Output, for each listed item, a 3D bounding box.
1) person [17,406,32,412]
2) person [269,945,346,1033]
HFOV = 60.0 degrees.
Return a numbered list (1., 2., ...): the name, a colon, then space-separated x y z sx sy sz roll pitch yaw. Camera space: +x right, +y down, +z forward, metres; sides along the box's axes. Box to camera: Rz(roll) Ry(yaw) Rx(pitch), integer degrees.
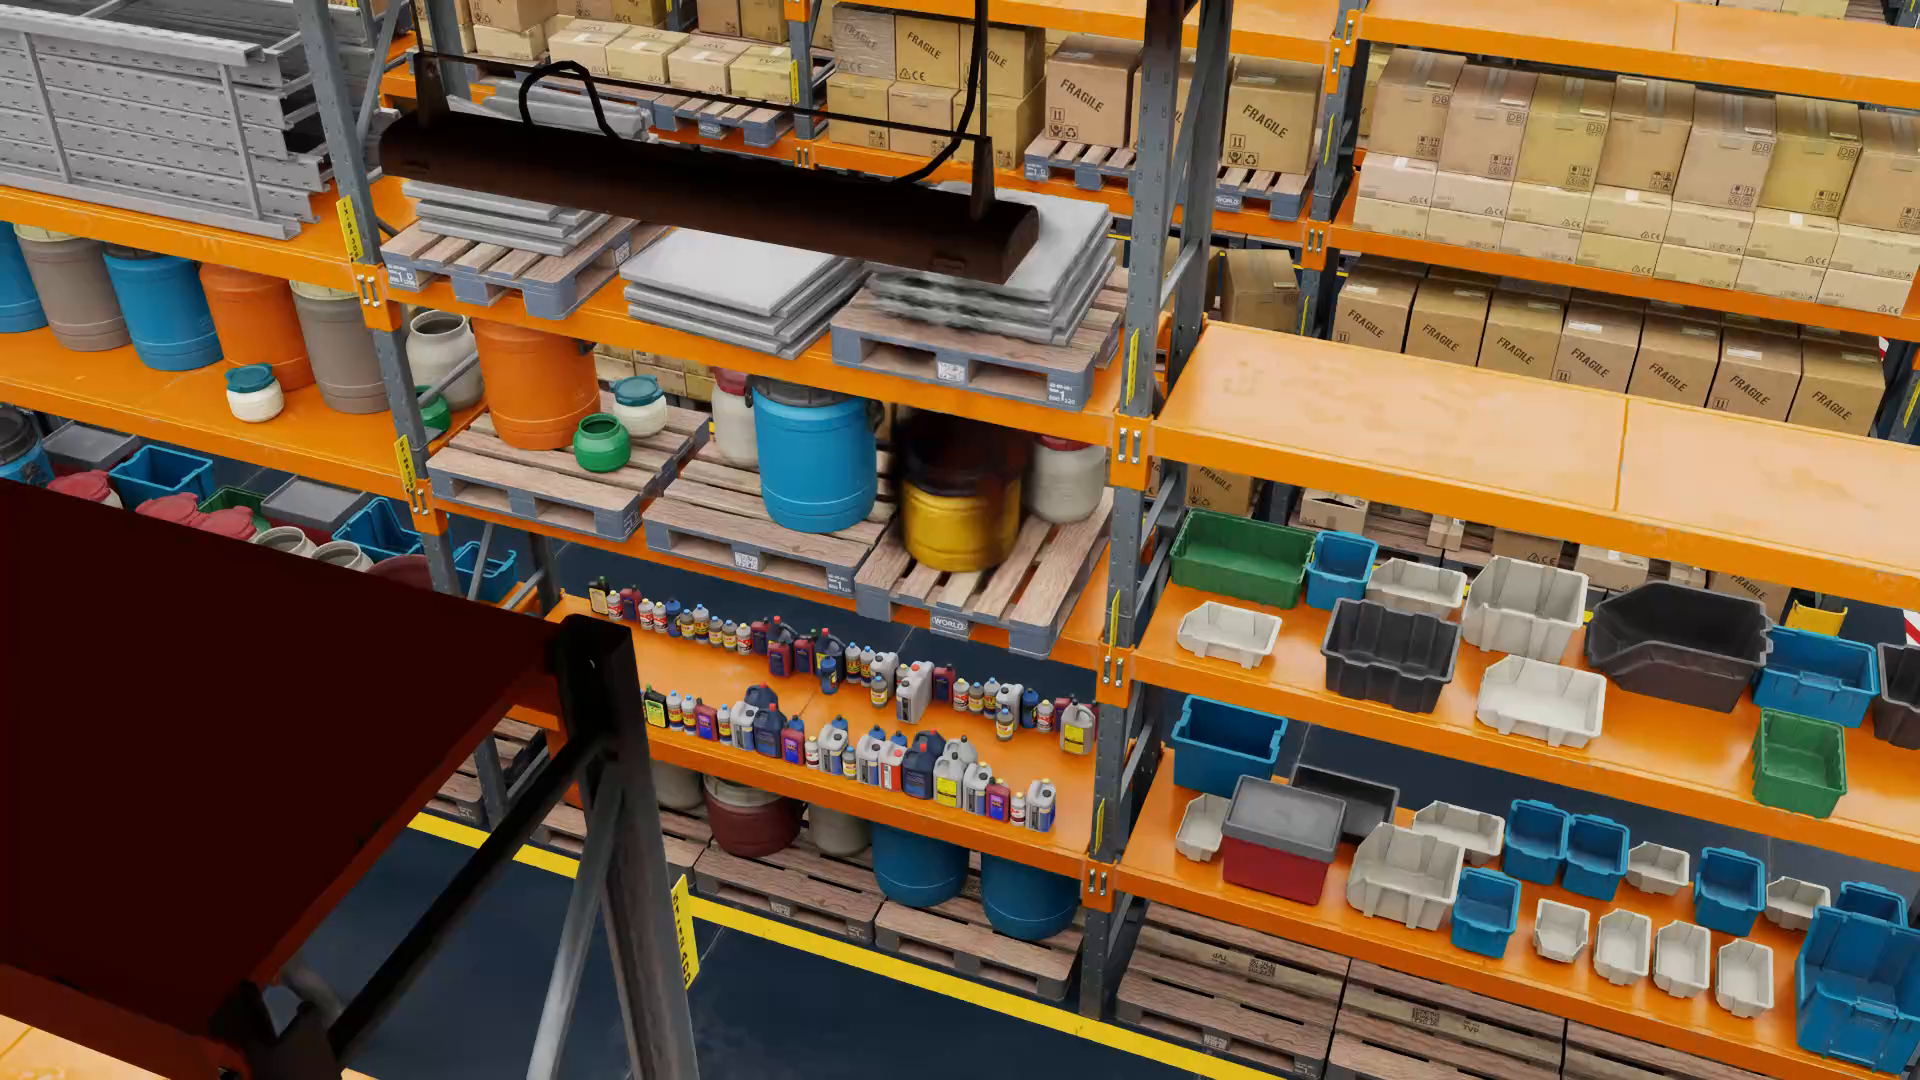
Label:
1. person: -8.577 -1.714 14.389 0.892 1.544 0.469 -8 37 -11
2. person: -3.830 2.190 9.052 0.751 1.656 0.569 -6 37 -7
